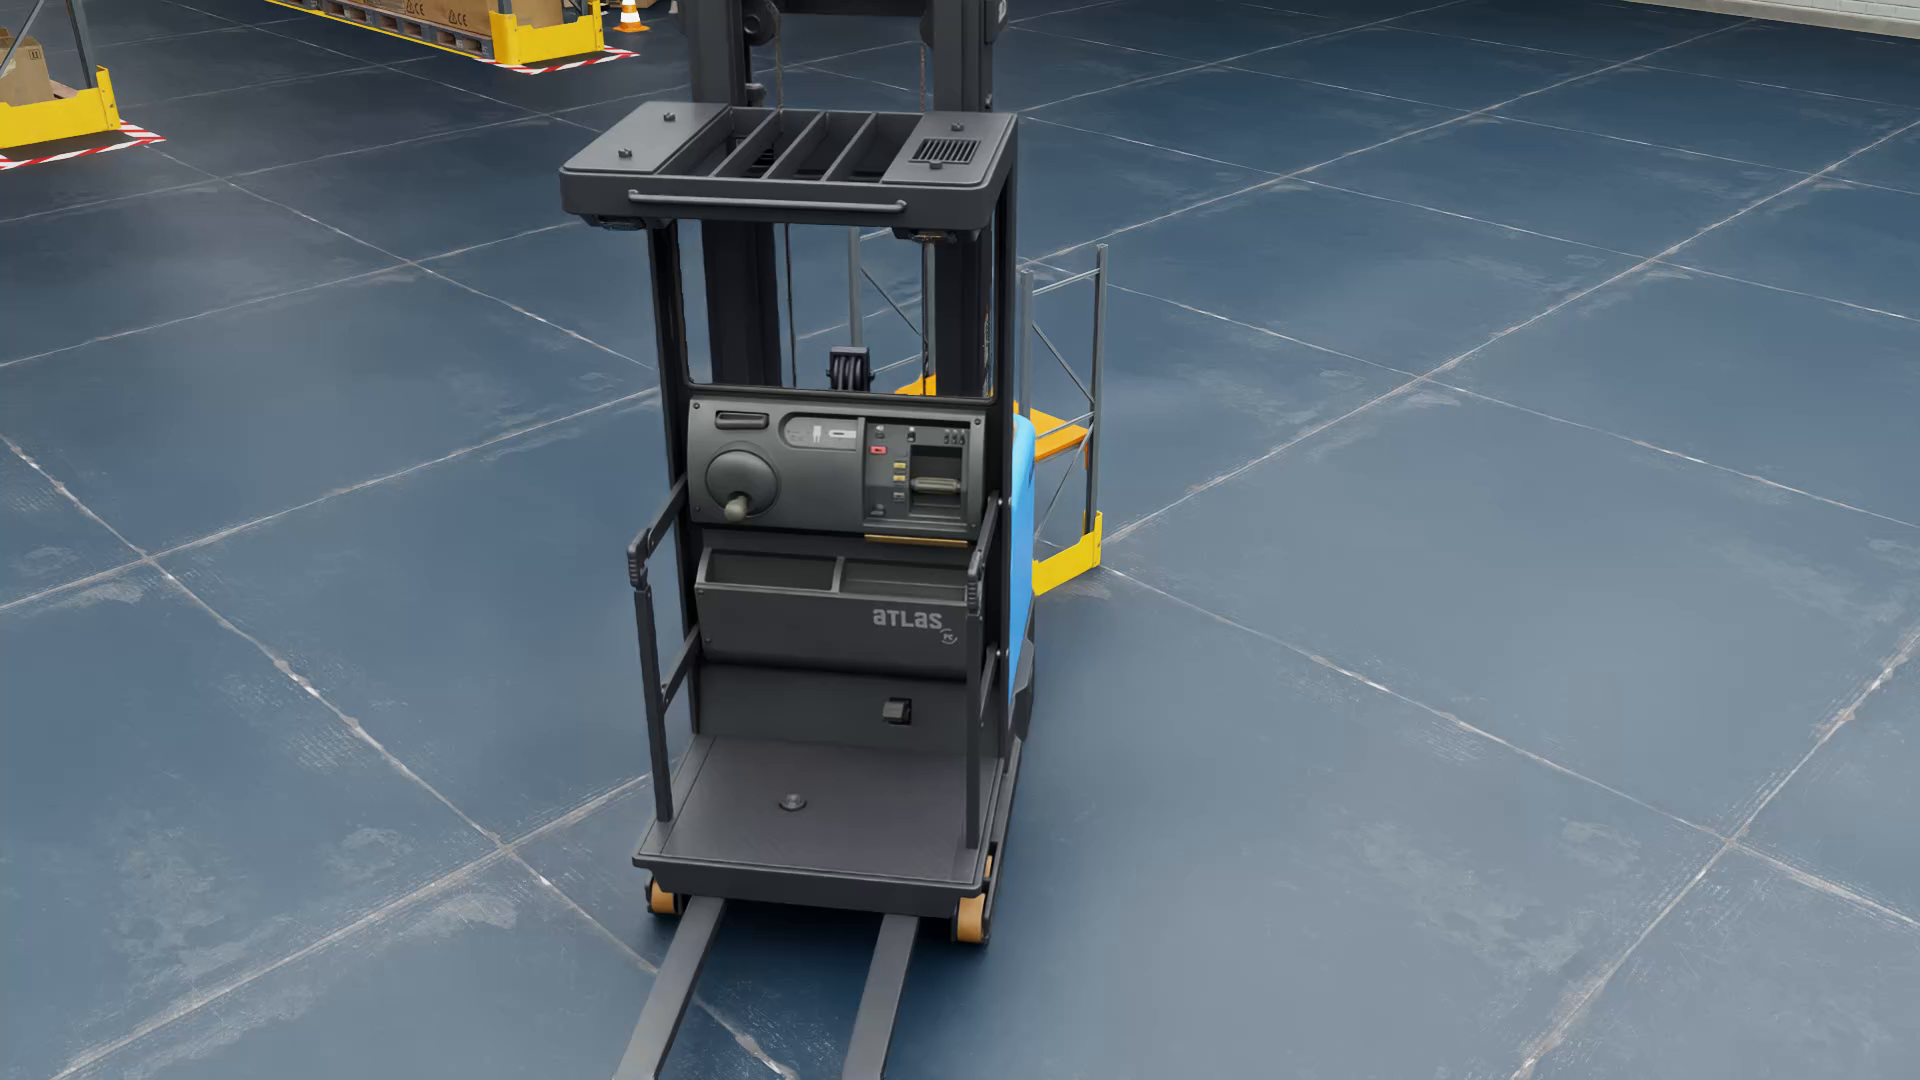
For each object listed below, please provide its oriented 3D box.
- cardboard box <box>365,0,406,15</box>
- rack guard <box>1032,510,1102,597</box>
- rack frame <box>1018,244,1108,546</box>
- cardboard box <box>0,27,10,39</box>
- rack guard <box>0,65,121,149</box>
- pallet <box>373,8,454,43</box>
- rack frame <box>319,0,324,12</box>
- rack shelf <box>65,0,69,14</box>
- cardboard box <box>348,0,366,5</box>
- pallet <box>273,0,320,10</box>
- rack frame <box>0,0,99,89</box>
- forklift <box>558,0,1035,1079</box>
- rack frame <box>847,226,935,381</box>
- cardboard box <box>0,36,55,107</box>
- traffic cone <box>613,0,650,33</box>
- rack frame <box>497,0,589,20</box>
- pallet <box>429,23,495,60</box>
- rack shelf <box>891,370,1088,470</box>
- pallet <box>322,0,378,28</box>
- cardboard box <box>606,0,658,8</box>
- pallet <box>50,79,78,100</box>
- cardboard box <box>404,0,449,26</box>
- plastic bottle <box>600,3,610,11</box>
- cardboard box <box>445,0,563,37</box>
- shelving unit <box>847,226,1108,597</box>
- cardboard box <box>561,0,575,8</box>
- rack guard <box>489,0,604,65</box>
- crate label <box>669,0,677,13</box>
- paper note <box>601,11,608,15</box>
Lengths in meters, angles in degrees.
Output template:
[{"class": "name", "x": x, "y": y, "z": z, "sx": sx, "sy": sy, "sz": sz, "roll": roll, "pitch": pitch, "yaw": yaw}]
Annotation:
[{"class": "cardboard box", "x": -6.107, "y": -6.438, "z": 18.603, "sx": 0.875, "sy": 0.875, "sz": 0.875, "roll": 25, "pitch": 37, "yaw": 39}, {"class": "rack guard", "x": 0.409, "y": 0.077, "z": 7.335, "sx": 0.087, "sy": 0.250, "sz": 0.587, "roll": 25, "pitch": 36, "yaw": 38}, {"class": "rack frame", "x": 0.423, "y": -0.470, "z": 7.033, "sx": 0.032, "sy": 1.500, "sz": 0.500, "roll": 25, "pitch": 36, "yaw": 38}, {"class": "cardboard box", "x": -8.732, "y": -4.268, "z": 14.879, "sx": 0.500, "sy": 0.500, "sz": 0.500, "roll": -15, "pitch": 31, "yaw": -27}, {"class": "rack guard", "x": -7.903, "y": -3.714, "z": 14.277, "sx": 0.348, "sy": 0.500, "sz": 1.175, "roll": 25, "pitch": 36, "yaw": 38}, {"class": "pallet", "x": -5.790, "y": -5.808, "z": 18.568, "sx": 1.213, "sy": 0.211, "sz": 1.003, "roll": 25, "pitch": 36, "yaw": 38}, {"class": "rack frame", "x": -7.151, "y": -7.714, "z": 19.198, "sx": 0.127, "sy": 3.000, "sz": 1.000, "roll": 25, "pitch": 36, "yaw": 38}, {"class": "rack shelf", "x": -9.275, "y": -5.130, "z": 15.056, "sx": 4.000, "sy": 0.370, "sz": 1.077, "roll": 25, "pitch": 36, "yaw": 38}, {"class": "cardboard box", "x": -6.752, "y": -6.731, "z": 19.160, "sx": 0.875, "sy": 0.875, "sz": 0.875, "roll": -25, "pitch": 36, "yaw": -38}, {"class": "pallet", "x": -7.754, "y": -6.707, "z": 20.278, "sx": 1.213, "sy": 0.211, "sz": 1.003, "roll": 25, "pitch": 36, "yaw": 38}, {"class": "rack frame", "x": -7.849, "y": -4.796, "z": 13.648, "sx": 0.127, "sy": 3.000, "sz": 1.000, "roll": 25, "pitch": 36, "yaw": 38}, {"class": "forklift", "x": -0.414, "y": -0.186, "z": 4.955, "sx": 1.130, "sy": 2.935, "sz": 3.031, "roll": 4, "pitch": 28, "yaw": 7}, {"class": "rack frame", "x": -0.302, "y": -0.802, "z": 7.663, "sx": 0.032, "sy": 1.500, "sz": 0.500, "roll": 25, "pitch": 36, "yaw": 38}, {"class": "cardboard box", "x": -8.282, "y": -4.085, "z": 14.530, "sx": 0.500, "sy": 0.500, "sz": 0.500, "roll": -18, "pitch": 33, "yaw": -30}, {"class": "traffic cone", "x": -3.682, "y": -5.931, "z": 18.532, "sx": 0.334, "sy": 0.463, "sz": 0.336, "roll": 25, "pitch": 36, "yaw": 38}, {"class": "rack frame", "x": -4.299, "y": -6.409, "z": 16.716, "sx": 0.127, "sy": 3.000, "sz": 1.000, "roll": 25, "pitch": 36, "yaw": 38}, {"class": "pallet", "x": -4.924, "y": -5.410, "z": 17.811, "sx": 1.213, "sy": 0.211, "sz": 1.003, "roll": 25, "pitch": 36, "yaw": 38}, {"class": "rack shelf", "x": 0.061, "y": -0.477, "z": 7.432, "sx": 1.000, "sy": 0.185, "sz": 0.538, "roll": 25, "pitch": 36, "yaw": 38}, {"class": "pallet", "x": -6.664, "y": -6.206, "z": 19.326, "sx": 1.213, "sy": 0.211, "sz": 1.003, "roll": 25, "pitch": 36, "yaw": 38}, {"class": "cardboard box", "x": -3.928, "y": -6.713, "z": 19.976, "sx": 0.637, "sy": 0.503, "sz": 0.797, "roll": 2, "pitch": 28, "yaw": 4}, {"class": "pallet", "x": -8.457, "y": -3.863, "z": 14.871, "sx": 1.213, "sy": 0.211, "sz": 1.003, "roll": 25, "pitch": 36, "yaw": 38}, {"class": "cardboard box", "x": -5.458, "y": -6.140, "z": 18.036, "sx": 0.875, "sy": 0.875, "sz": 0.875, "roll": 24, "pitch": 36, "yaw": 38}, {"class": "plastic bottle", "x": -4.302, "y": -6.325, "z": 19.713, "sx": 0.283, "sy": 0.061, "sz": 0.133, "roll": 12, "pitch": 30, "yaw": 22}, {"class": "cardboard box", "x": -4.829, "y": -5.854, "z": 17.492, "sx": 0.875, "sy": 0.875, "sz": 0.875, "roll": 25, "pitch": 37, "yaw": 39}, {"class": "shelving unit", "x": 0.054, "y": -0.639, "z": 7.354, "sx": 1.083, "sy": 1.500, "sz": 0.587, "roll": 25, "pitch": 36, "yaw": 38}, {"class": "cardboard box", "x": -4.634, "y": -6.554, "z": 19.930, "sx": 0.396, "sy": 0.266, "sz": 0.258, "roll": -18, "pitch": 33, "yaw": -31}, {"class": "rack guard", "x": -4.282, "y": -5.295, "z": 17.283, "sx": 0.348, "sy": 0.500, "sz": 1.175, "roll": 25, "pitch": 36, "yaw": 38}, {"class": "crate label", "x": -3.252, "y": -6.287, "z": 19.559, "sx": 0.298, "sy": 0.136, "sz": 0.250, "roll": 7, "pitch": 29, "yaw": 13}, {"class": "paper note", "x": -4.197, "y": -6.156, "z": 19.426, "sx": 0.144, "sy": 0.017, "sz": 0.142, "roll": -13, "pitch": 30, "yaw": -22}]
